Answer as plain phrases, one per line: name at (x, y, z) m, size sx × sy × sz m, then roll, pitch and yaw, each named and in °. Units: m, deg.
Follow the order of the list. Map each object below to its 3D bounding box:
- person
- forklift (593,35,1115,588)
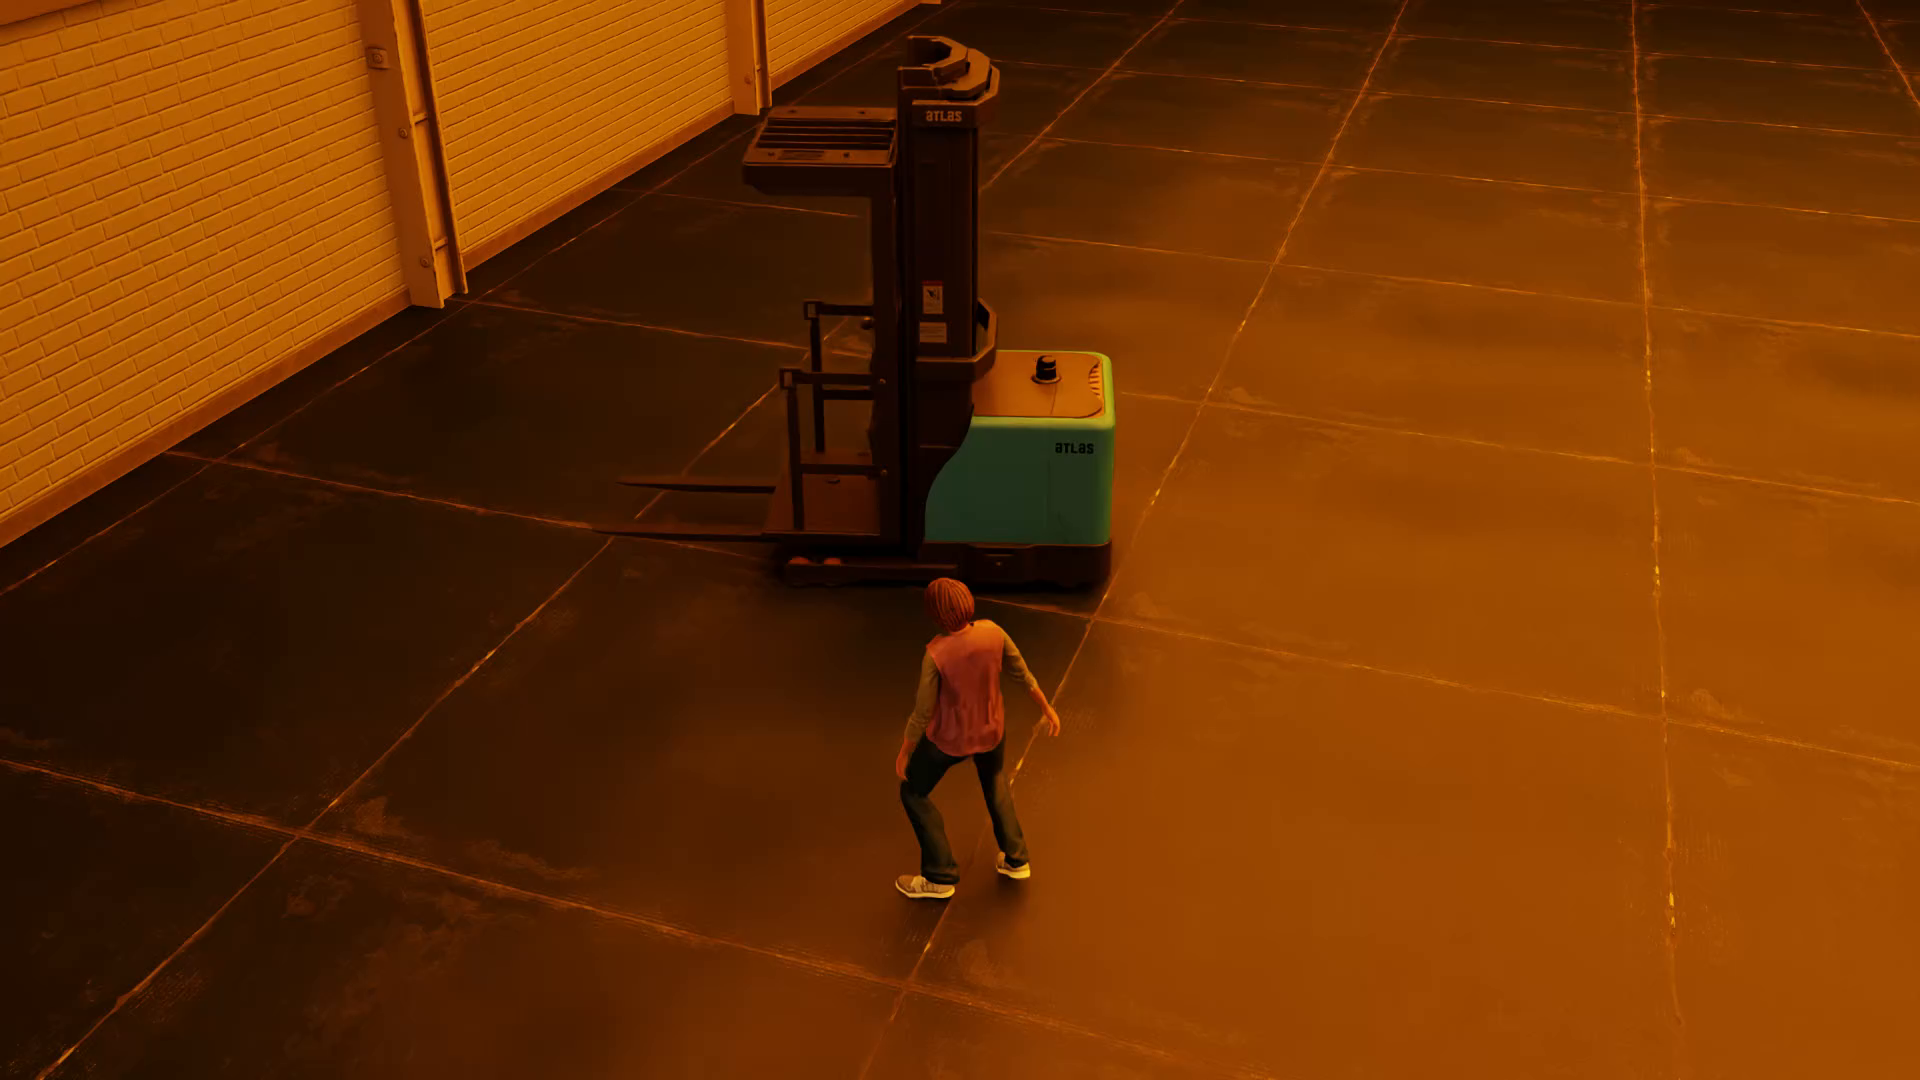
person at (0.079, 0.843, 7.093) m, size 0.744 × 1.519 × 0.437 m, roll -13°, pitch 32°, yaw -21°
forklift at (-0.627, -1.263, 9.352) m, size 3.031 × 2.935 × 1.130 m, roll 1°, pitch 30°, yaw 2°
